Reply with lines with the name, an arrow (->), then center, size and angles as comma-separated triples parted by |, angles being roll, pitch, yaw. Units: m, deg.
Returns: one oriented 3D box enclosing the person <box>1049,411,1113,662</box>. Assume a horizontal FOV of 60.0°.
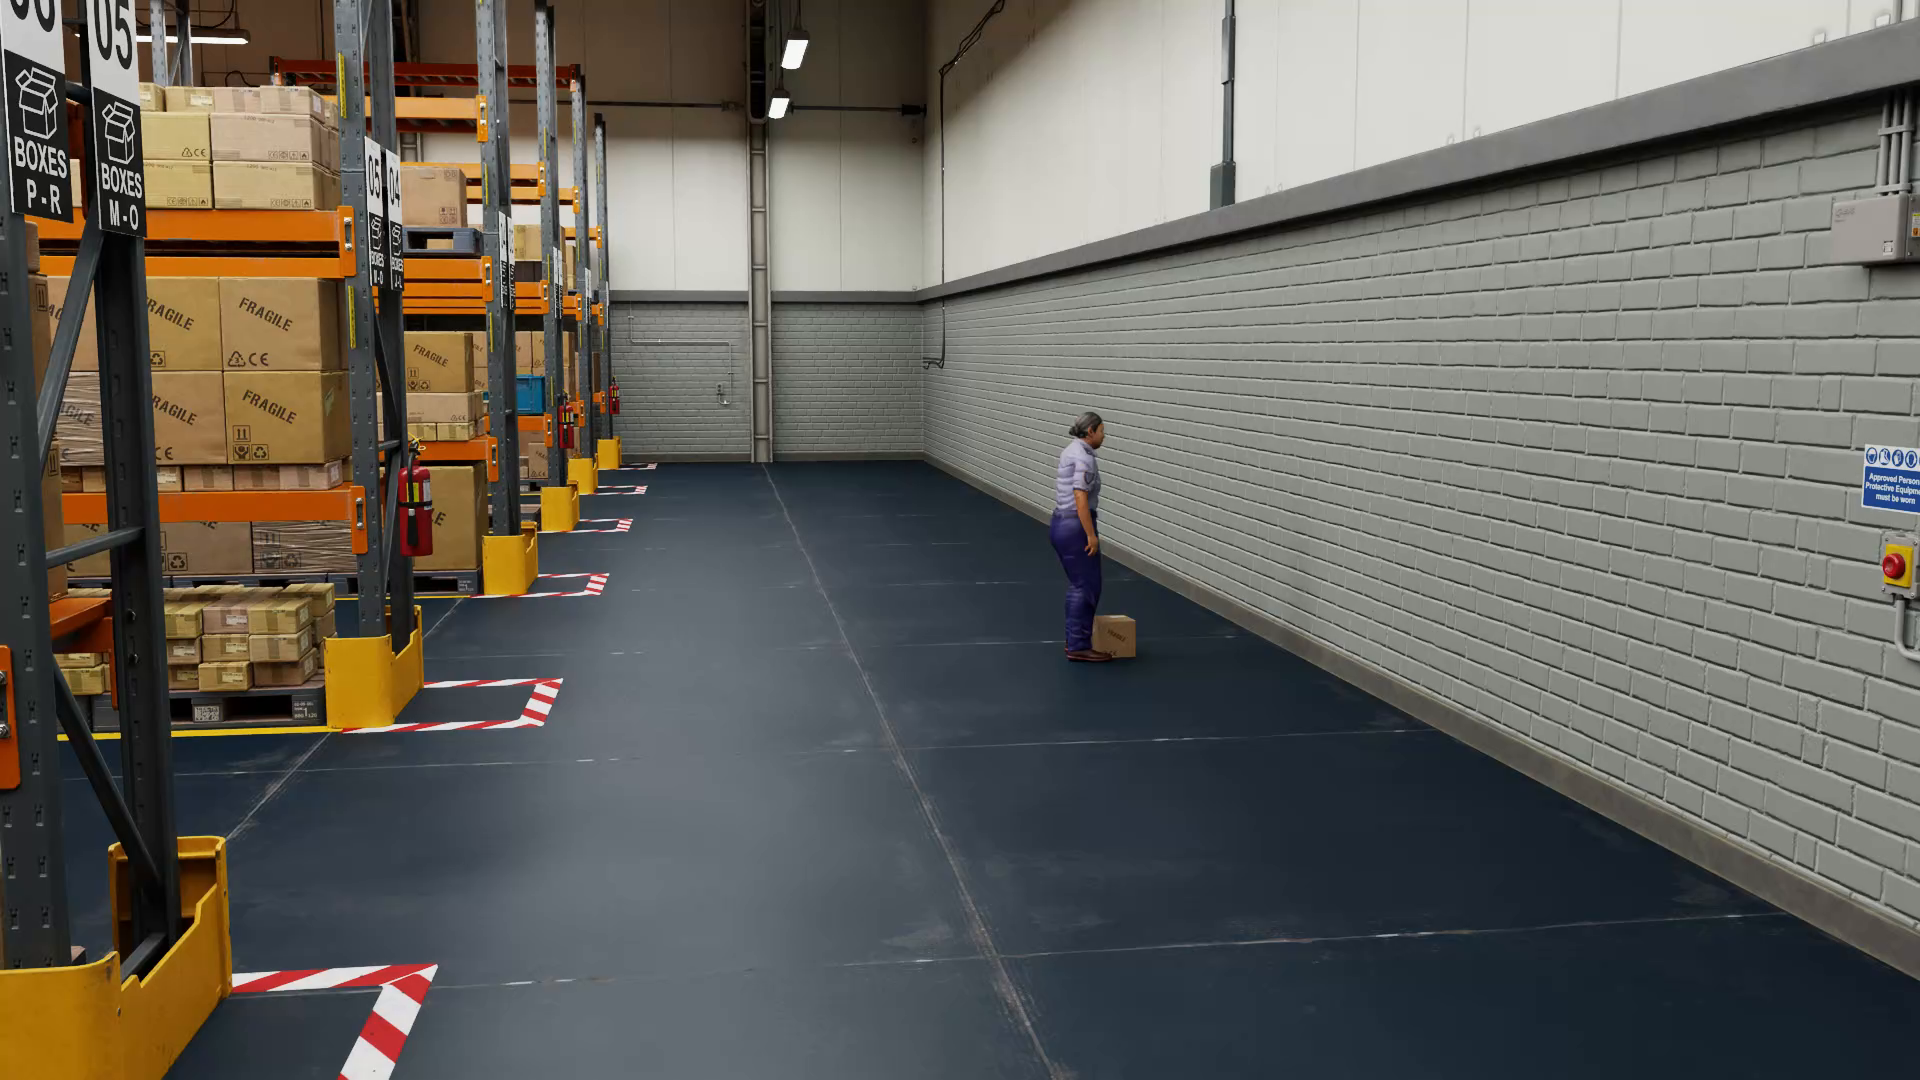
person -> 0.824, -0.035, 11.180 | 0.414, 1.652, 0.543 | -1, 7, -9
